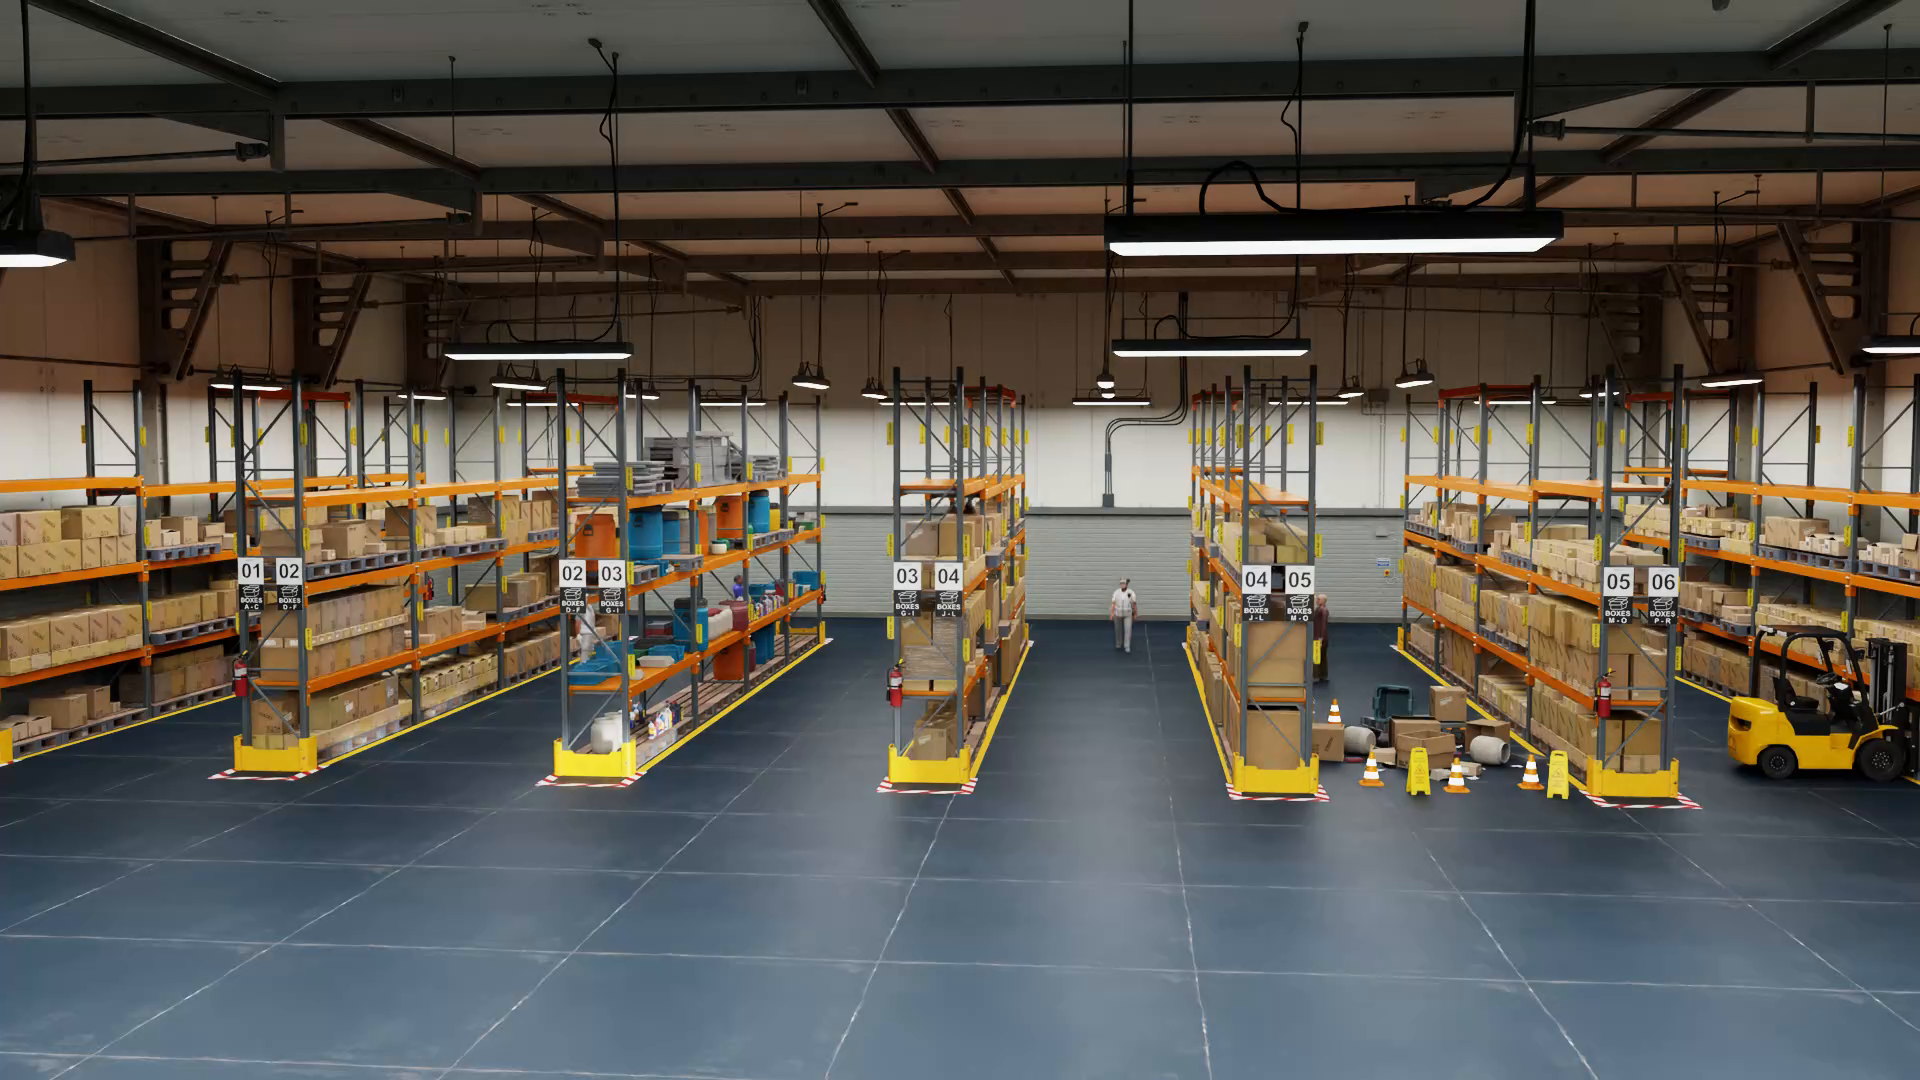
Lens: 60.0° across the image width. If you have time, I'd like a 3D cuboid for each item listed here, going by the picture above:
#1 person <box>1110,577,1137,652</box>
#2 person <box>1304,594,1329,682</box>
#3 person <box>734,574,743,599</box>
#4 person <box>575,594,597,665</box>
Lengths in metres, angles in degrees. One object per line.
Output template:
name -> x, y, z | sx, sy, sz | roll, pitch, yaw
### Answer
person -> 3.816, 1.730, 38.727 | 0.633, 1.719, 1.048 | 0, 4, 6
person -> 7.333, 1.998, 34.139 | 0.523, 1.782, 0.629 | 2, 4, 24
person -> -5.382, 1.679, 40.347 | 0.343, 1.699, 0.537 | -1, 4, -9
person -> -7.736, 1.964, 34.424 | 0.411, 1.813, 0.584 | 0, 4, 3
